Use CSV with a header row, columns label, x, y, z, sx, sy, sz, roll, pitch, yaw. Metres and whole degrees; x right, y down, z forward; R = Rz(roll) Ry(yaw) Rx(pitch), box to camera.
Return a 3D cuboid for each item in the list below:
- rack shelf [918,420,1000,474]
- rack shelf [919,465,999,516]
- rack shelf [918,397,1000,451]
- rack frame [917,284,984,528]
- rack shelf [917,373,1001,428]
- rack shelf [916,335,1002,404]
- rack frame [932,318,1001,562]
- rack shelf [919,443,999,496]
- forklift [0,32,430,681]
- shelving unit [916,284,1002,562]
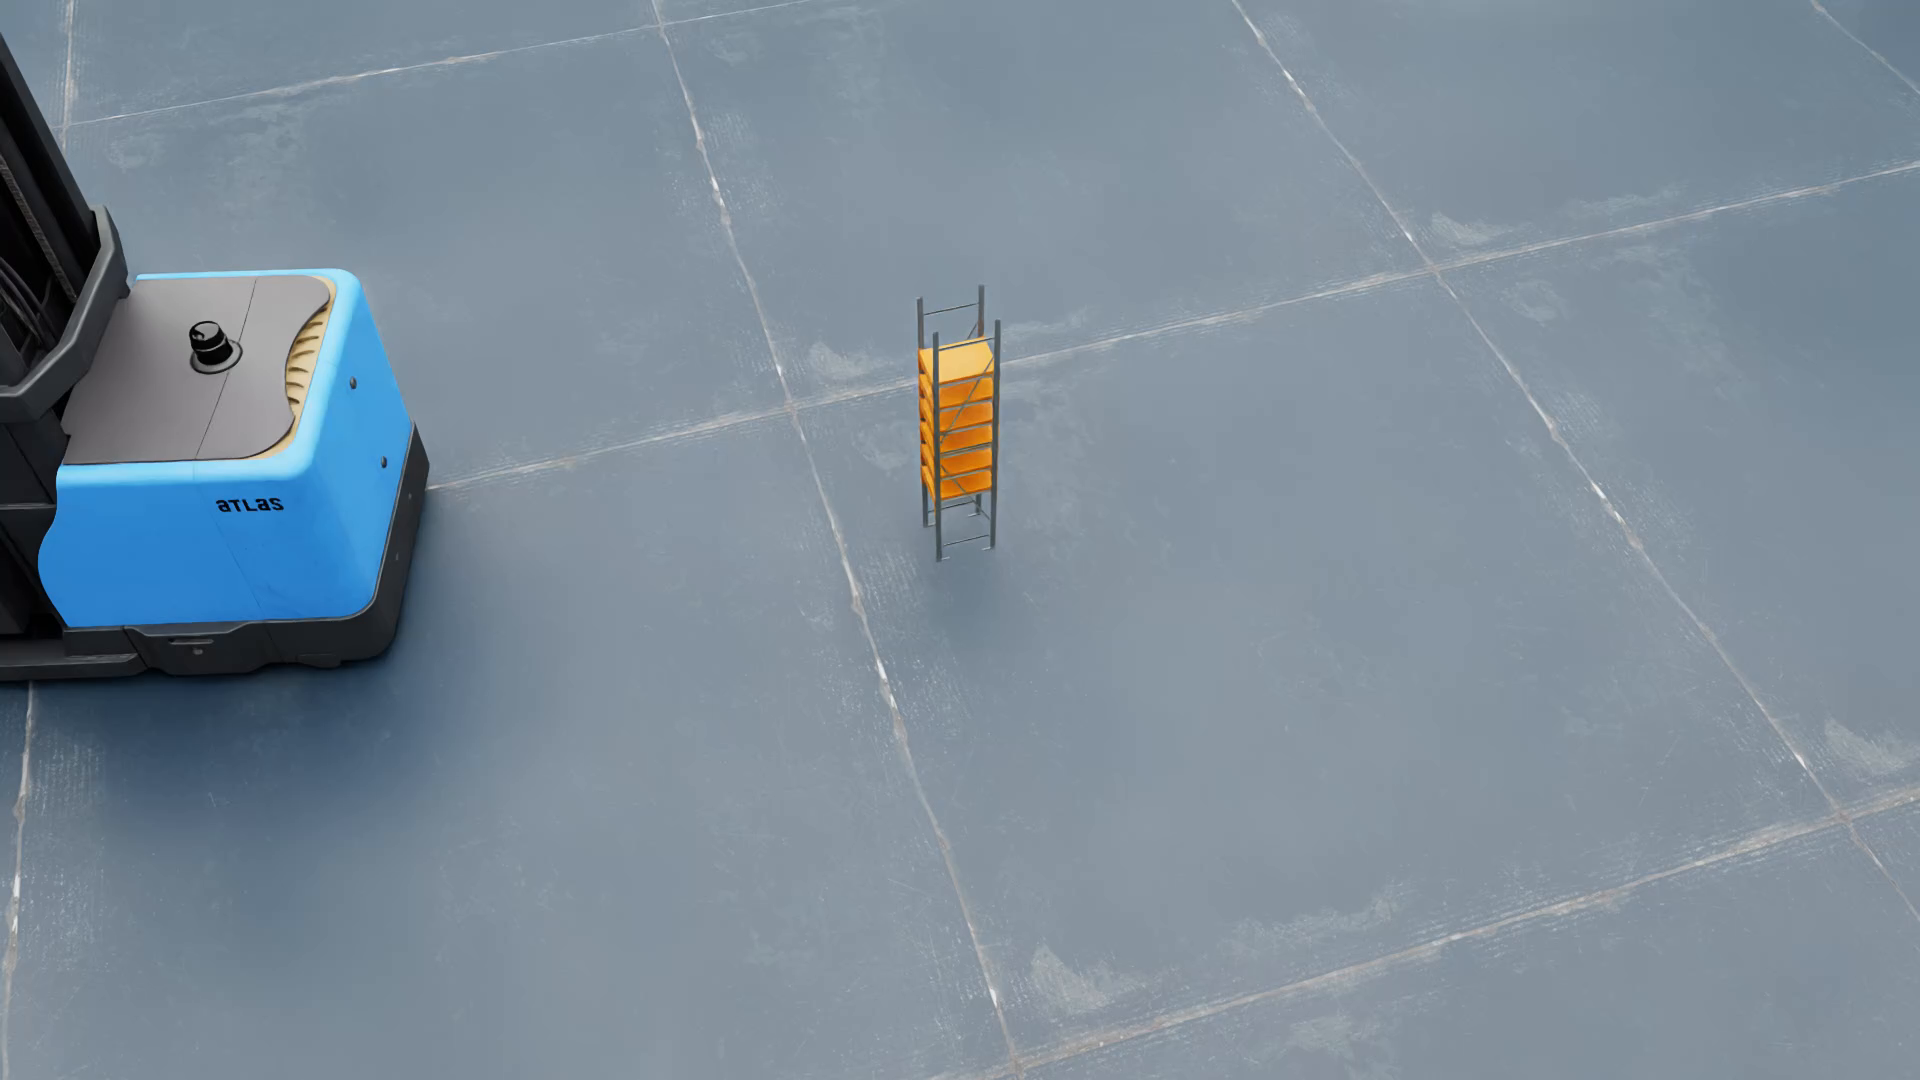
label,x,y,z,sx,sy,sz,roll,pitch,yaw
rack shelf,-0.004,-0.369,6.124,0.258,0.103,0.180,-13,51,-11
rack shelf,-0.004,-0.214,6.307,0.258,0.103,0.180,-13,51,-11
rack shelf,-0.004,-0.446,6.032,0.258,0.103,0.180,-13,51,-11
rack frame,-0.031,-0.464,6.146,0.240,1.200,0.006,-13,51,-11
rack shelf,-0.004,-0.523,5.940,0.258,0.103,0.180,-13,51,-11
rack shelf,-0.004,-0.601,5.849,0.258,0.103,0.180,-13,51,-11
rack frame,0.023,-0.330,6.034,0.240,1.200,0.006,-13,51,-11
rack shelf,-0.004,-0.291,6.216,0.258,0.103,0.180,-13,51,-11
forklift,-3.626,-0.809,5.305,3.031,2.935,1.130,-2,50,-2
shelving unit,-0.004,-0.397,6.090,0.258,1.200,0.189,-13,51,-11
